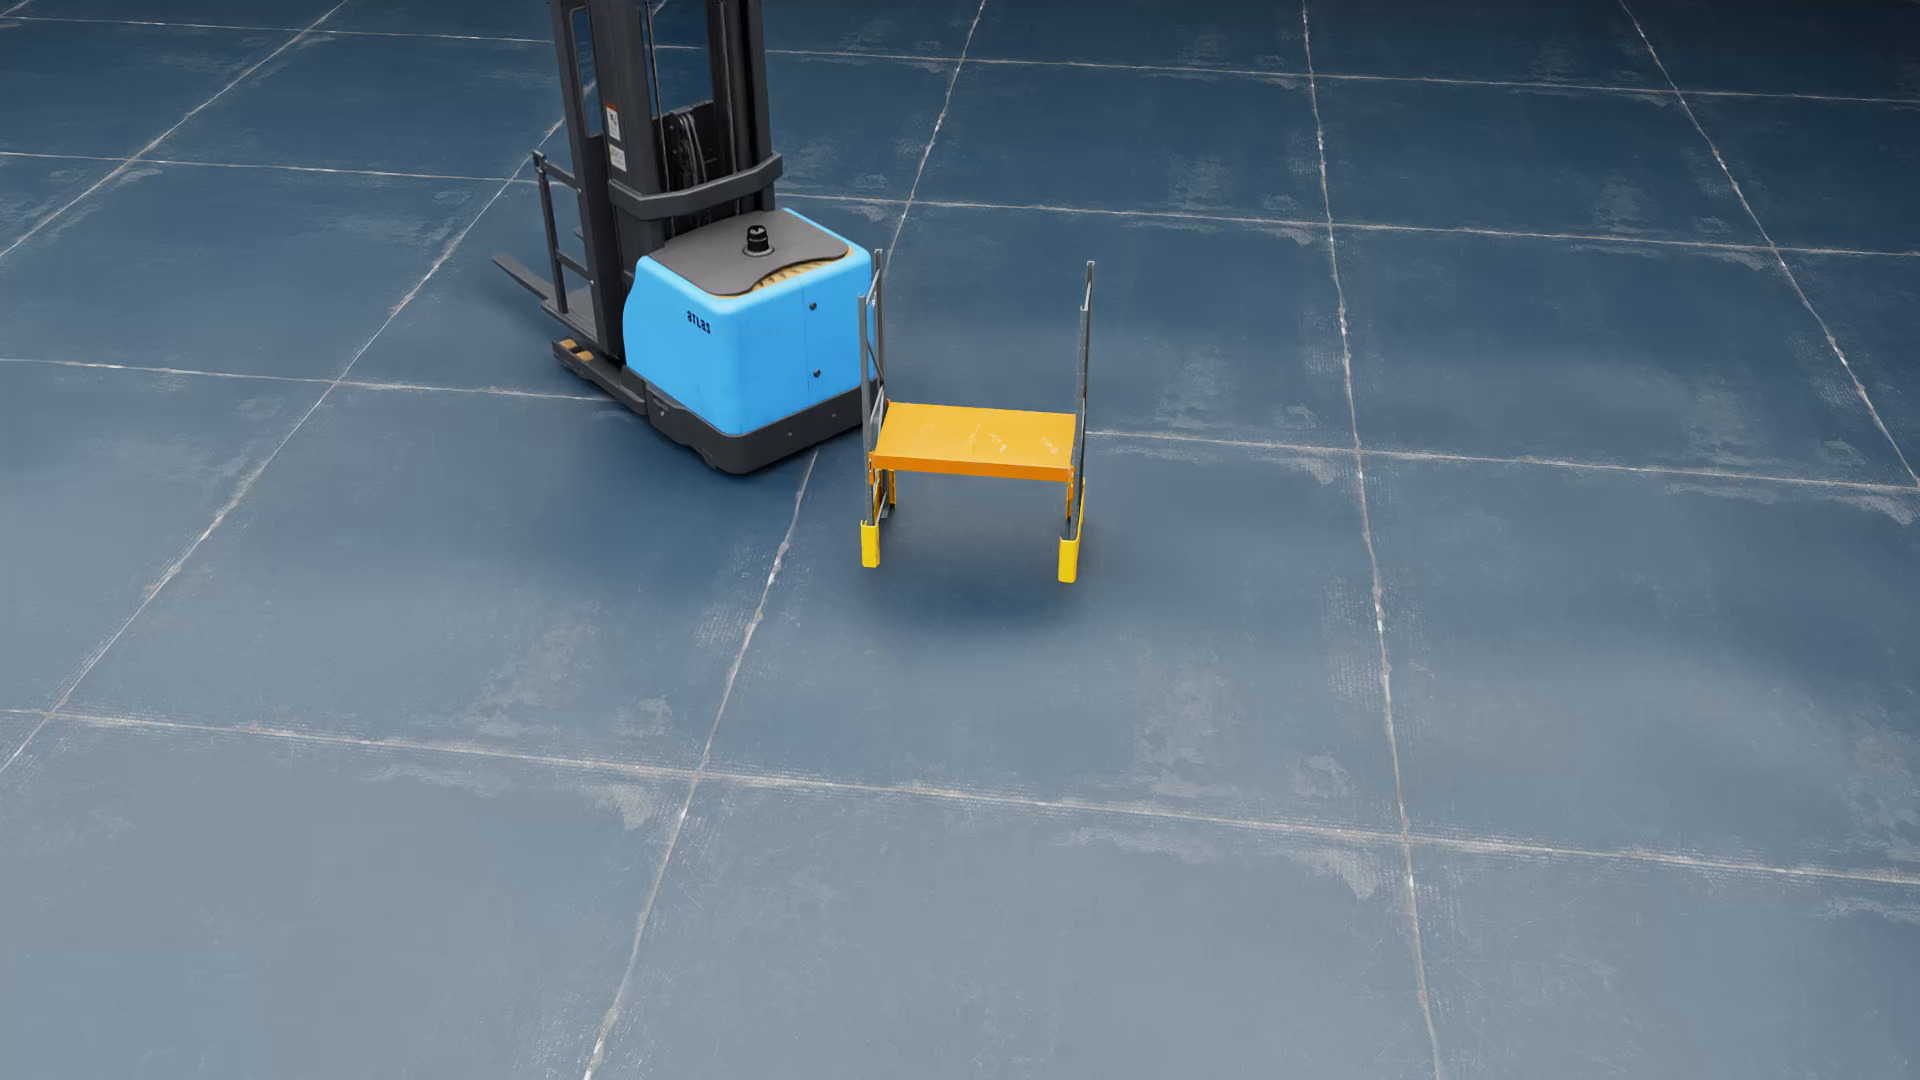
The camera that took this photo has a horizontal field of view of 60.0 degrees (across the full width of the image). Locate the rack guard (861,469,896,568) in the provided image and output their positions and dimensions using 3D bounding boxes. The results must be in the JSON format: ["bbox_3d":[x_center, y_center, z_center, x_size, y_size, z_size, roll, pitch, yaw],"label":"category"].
[{"bbox_3d":[-0.418,-0.133,8.578,0.087,0.250,0.587,4,36,6],"label":"rack guard"}]

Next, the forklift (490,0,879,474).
[{"bbox_3d":[-1.810,-2.328,9.346,1.130,2.935,3.031,-27,43,-32],"label":"forklift"}]

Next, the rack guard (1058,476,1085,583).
[{"bbox_3d":[0.570,-0.059,8.475,0.087,0.250,0.587,4,36,6],"label":"rack guard"}]

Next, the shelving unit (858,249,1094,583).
[{"bbox_3d":[0.076,-0.605,8.163,1.083,1.500,0.587,4,36,6],"label":"shelving unit"}]

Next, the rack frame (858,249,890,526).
[{"bbox_3d":[-0.420,-0.642,8.215,0.032,1.500,0.500,4,36,6],"label":"rack frame"}]

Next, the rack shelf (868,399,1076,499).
[{"bbox_3d":[0.085,-0.458,8.267,1.000,0.185,0.538,4,36,6],"label":"rack shelf"}]

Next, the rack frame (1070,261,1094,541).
[{"bbox_3d":[0.589,-0.567,8.110,0.032,1.500,0.500,4,36,6],"label":"rack frame"}]
